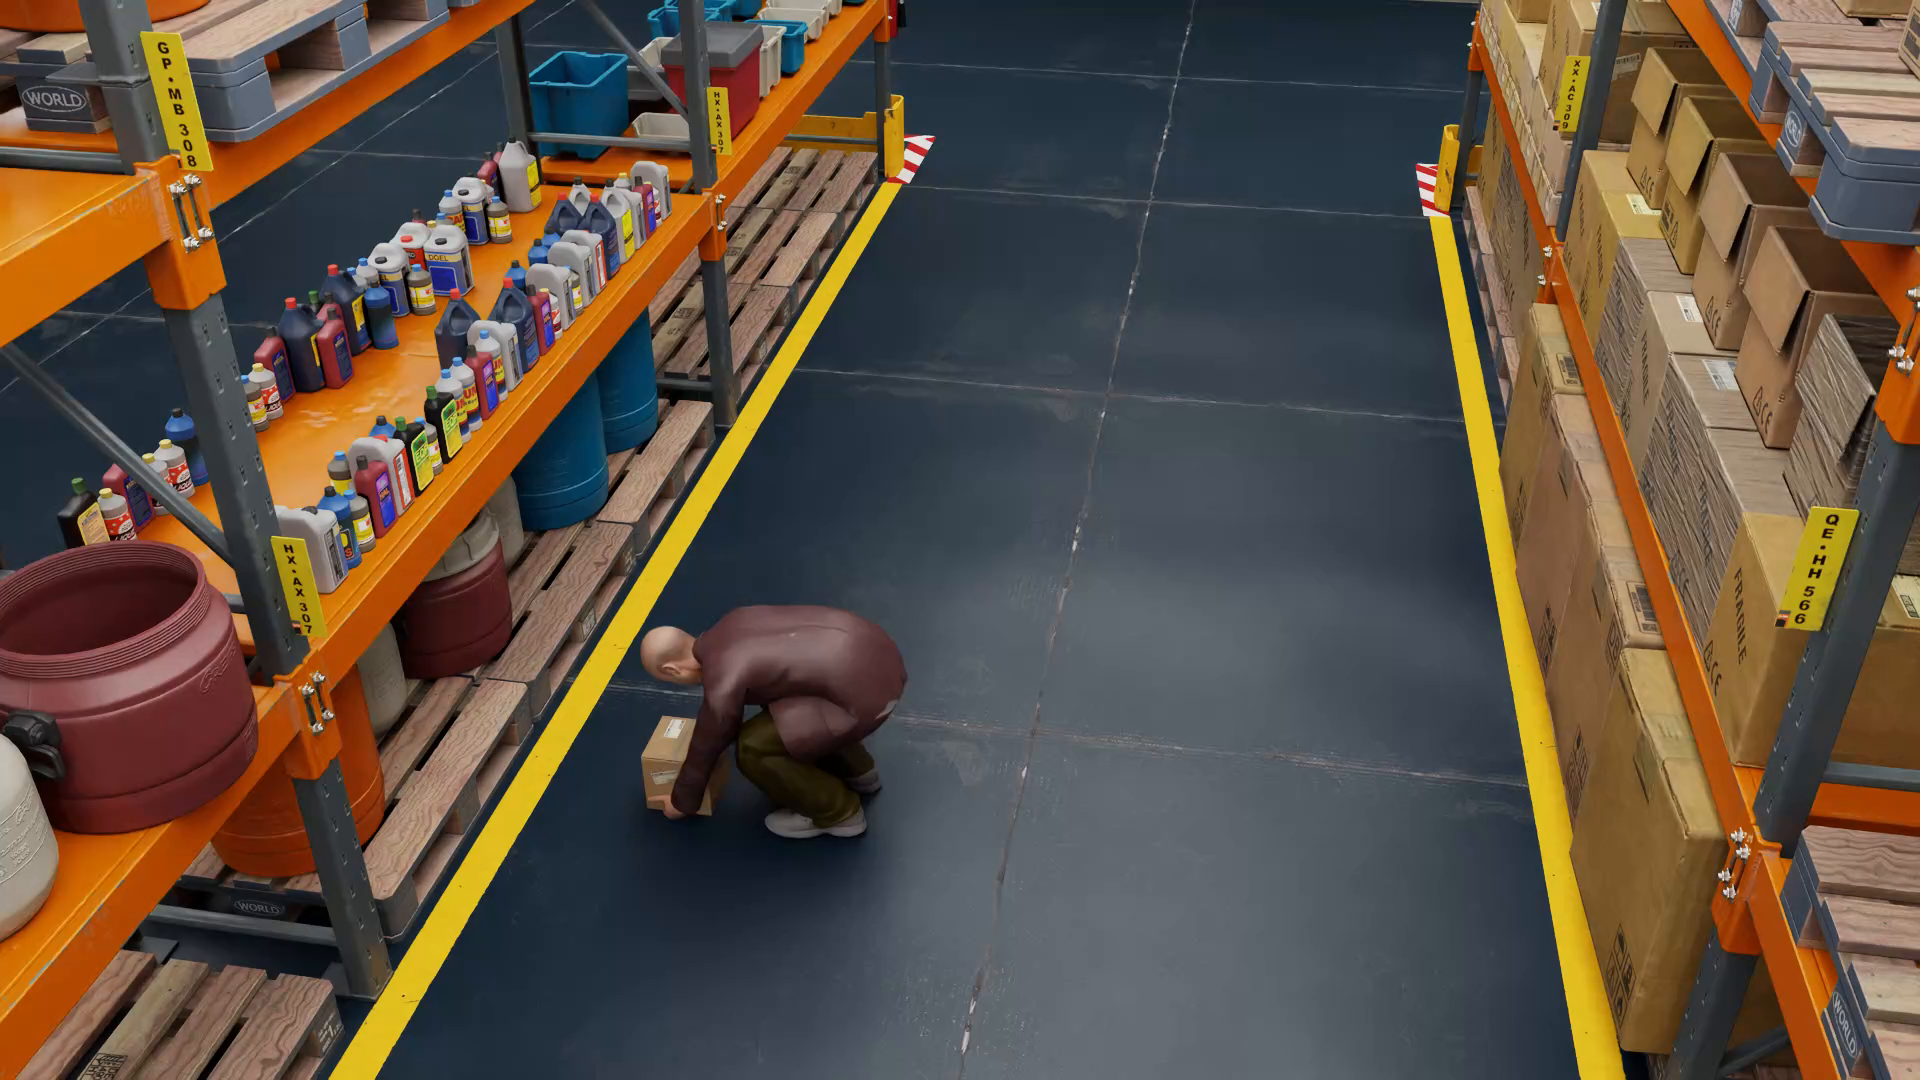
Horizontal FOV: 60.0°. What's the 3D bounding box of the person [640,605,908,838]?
[{"bbox_3d":[-0.667,0.637,6.044,0.960,0.848,0.584,4,32,7],"label":"person"}]
